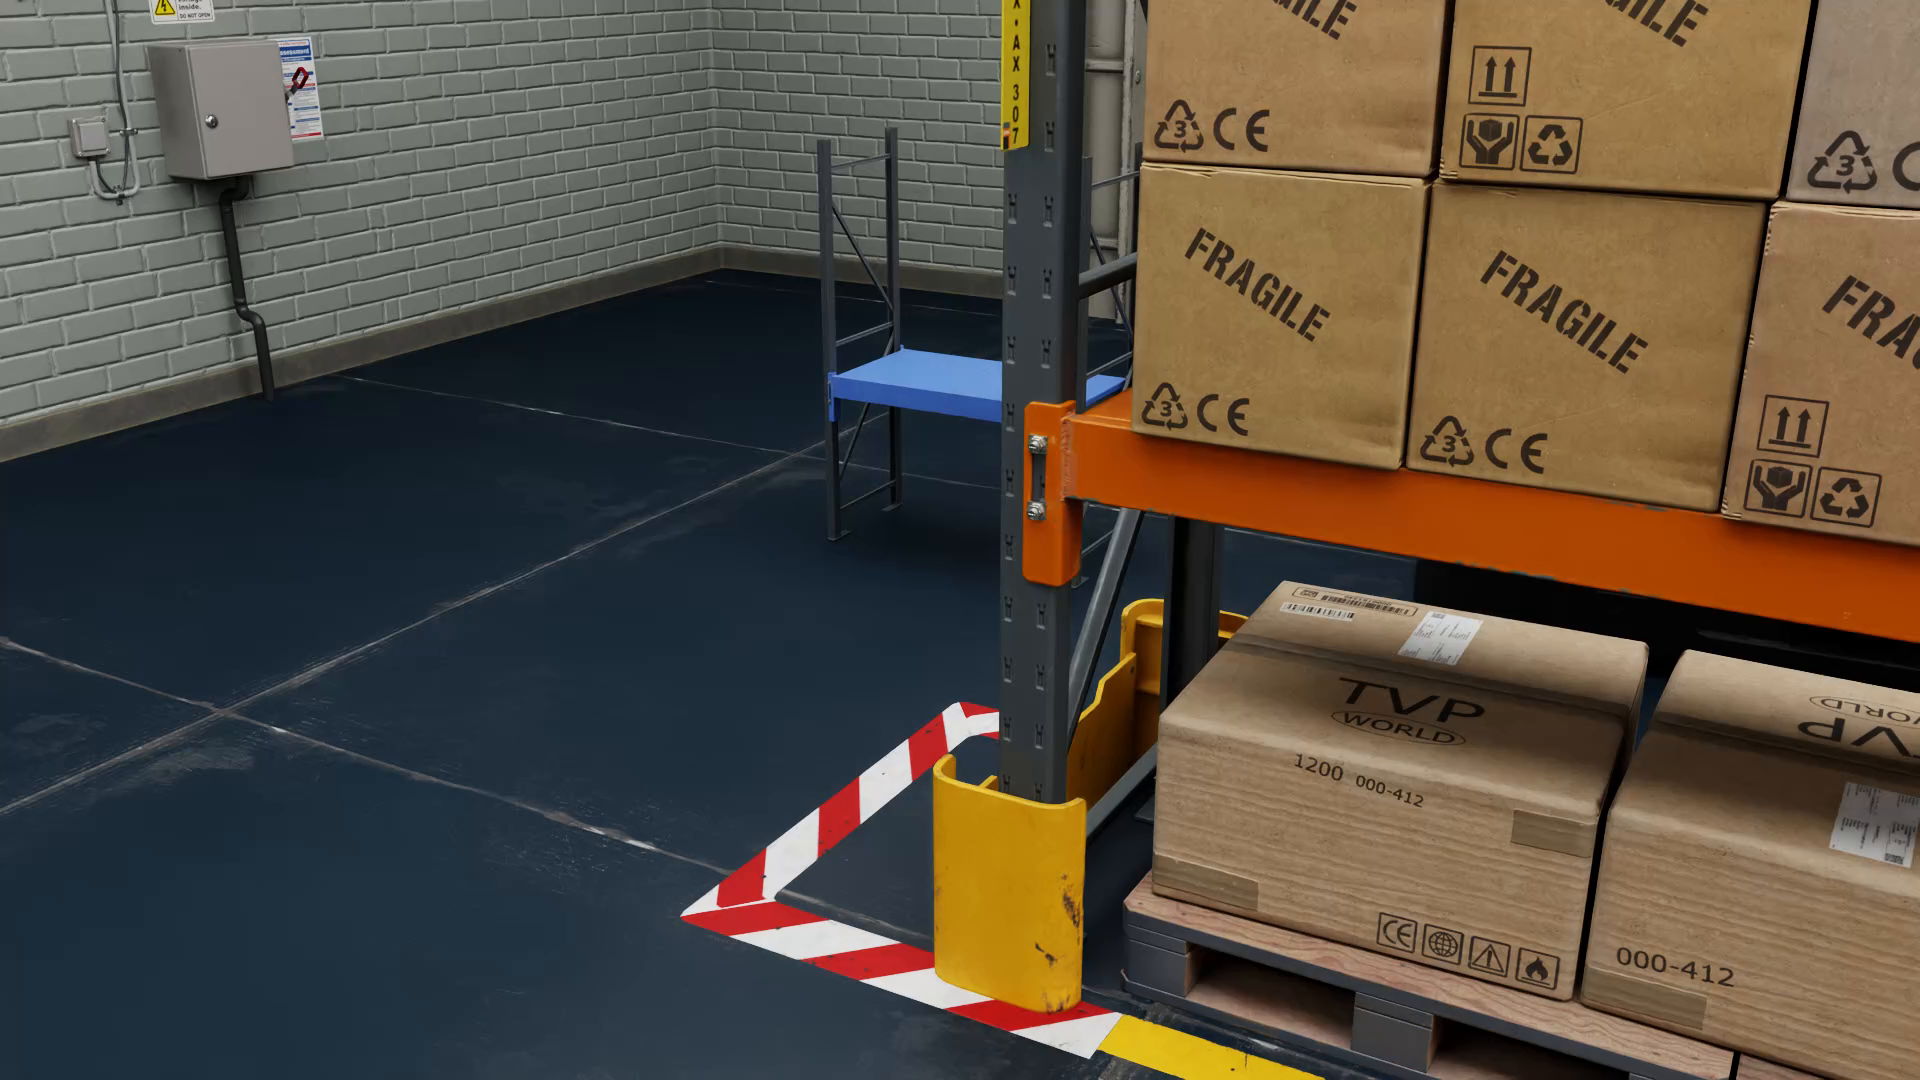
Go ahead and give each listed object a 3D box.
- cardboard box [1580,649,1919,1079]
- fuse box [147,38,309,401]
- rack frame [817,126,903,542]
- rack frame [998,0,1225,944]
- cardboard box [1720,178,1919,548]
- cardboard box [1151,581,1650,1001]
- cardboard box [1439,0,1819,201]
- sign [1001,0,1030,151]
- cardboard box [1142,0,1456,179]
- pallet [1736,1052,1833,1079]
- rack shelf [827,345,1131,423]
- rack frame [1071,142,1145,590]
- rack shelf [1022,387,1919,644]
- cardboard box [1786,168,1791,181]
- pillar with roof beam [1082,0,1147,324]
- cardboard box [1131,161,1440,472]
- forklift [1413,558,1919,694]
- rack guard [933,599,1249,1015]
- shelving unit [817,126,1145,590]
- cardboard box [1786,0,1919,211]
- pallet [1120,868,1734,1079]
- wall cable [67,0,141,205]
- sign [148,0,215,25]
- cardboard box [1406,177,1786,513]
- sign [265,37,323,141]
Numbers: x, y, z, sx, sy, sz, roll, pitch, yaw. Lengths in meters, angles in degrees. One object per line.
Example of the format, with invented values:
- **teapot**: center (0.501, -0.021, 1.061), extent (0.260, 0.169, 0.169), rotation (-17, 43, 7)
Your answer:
- **cardboard box**: center (1.803, 0.653, 3.308), extent (0.875, 0.438, 0.875), rotation (11, 23, 29)
- **fuse box**: center (-3.407, -1.510, 8.019), extent (0.414, 1.711, 0.539), rotation (11, 23, 27)
- **rack frame**: center (-0.369, -0.775, 6.303), extent (0.032, 1.500, 0.500), rotation (11, 23, 27)
- **rack frame**: center (0.375, -0.584, 3.576), extent (0.127, 3.000, 1.000), rotation (11, 23, 27)
- **cardboard box**: center (1.545, -0.300, 2.646), extent (0.500, 0.500, 0.500), rotation (11, 22, 27)
- **cardboard box**: center (1.000, 0.503, 3.721), extent (0.875, 0.438, 0.875), rotation (10, 22, 25)
- **cardboard box**: center (1.110, -0.853, 2.704), extent (0.500, 0.500, 0.500), rotation (10, 22, 26)
- **sign**: center (0.099, -0.864, 2.962), extent (0.005, 0.325, 0.100), rotation (11, 23, 27)
- **cardboard box**: center (0.655, -0.936, 2.935), extent (0.500, 0.500, 0.500), rotation (10, 22, 26)
- **pallet**: center (2.172, 1.040, 3.189), extent (1.213, 0.211, 1.003), rotation (11, 23, 27)
- **rack shelf**: center (0.074, -0.522, 6.132), extent (1.000, 0.185, 0.538), rotation (11, 23, 27)
- **rack frame**: center (0.518, -0.606, 5.837), extent (0.032, 1.500, 0.500), rotation (11, 23, 27)
- **rack shelf**: center (2.121, 0.087, 2.782), extent (4.000, 0.370, 1.077), rotation (11, 23, 27)
- **cardboard box**: center (1.356, -0.542, 3.313), extent (0.500, 0.500, 0.500), rotation (10, 22, 26)
- **pillar with roof beam**: center (-1.221, -4.318, 5.071), extent (0.400, 9.000, 9.100), rotation (11, 23, 27)
- **cardboard box**: center (0.654, -0.466, 3.103), extent (0.500, 0.500, 0.500), rotation (11, 22, 27)
- **forklift**: center (3.072, -1.012, 4.857), extent (3.031, 2.935, 1.130), rotation (9, 22, 24)
- **rack guard**: center (0.354, 0.587, 4.013), extent (0.348, 0.500, 1.175), rotation (11, 23, 27)
- **shelving unit**: center (0.074, -0.691, 6.070), extent (1.048, 1.500, 0.538), rotation (11, 23, 27)
- **cardboard box**: center (1.563, -0.769, 2.474), extent (0.500, 0.500, 0.500), rotation (11, 22, 27)
- **pallet**: center (1.111, 0.837, 3.749), extent (1.213, 0.211, 1.003), rotation (11, 23, 27)
- **wall cable**: center (-3.877, -2.416, 7.138), extent (0.122, 1.984, 0.588), rotation (11, 23, 27)
- **sign**: center (-3.615, -2.522, 7.708), extent (0.001, 0.242, 0.339), rotation (11, 23, 27)
- **cardboard box**: center (1.109, -0.390, 2.894), extent (0.500, 0.500, 0.500), rotation (10, 22, 27)
- **sign**: center (-3.347, -2.253, 8.316), extent (0.001, 0.494, 0.329), rotation (11, 23, 27)
